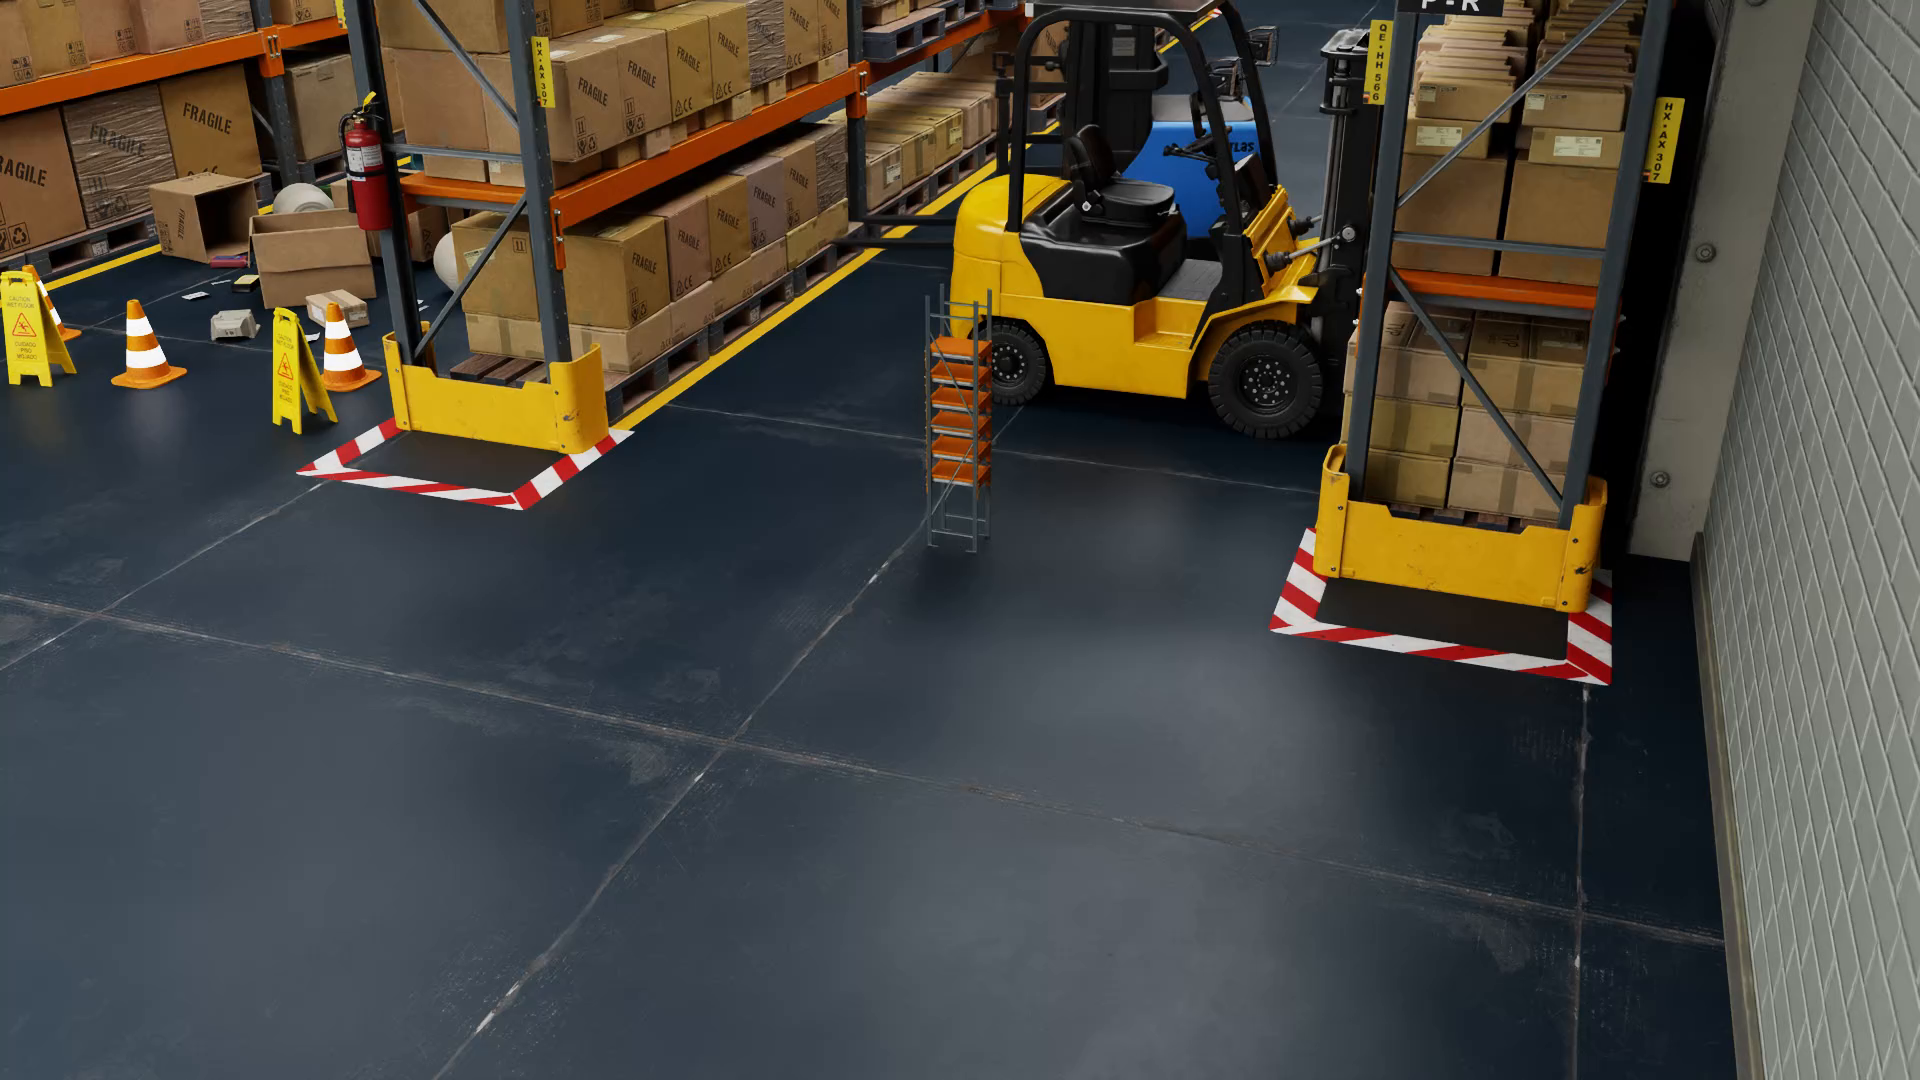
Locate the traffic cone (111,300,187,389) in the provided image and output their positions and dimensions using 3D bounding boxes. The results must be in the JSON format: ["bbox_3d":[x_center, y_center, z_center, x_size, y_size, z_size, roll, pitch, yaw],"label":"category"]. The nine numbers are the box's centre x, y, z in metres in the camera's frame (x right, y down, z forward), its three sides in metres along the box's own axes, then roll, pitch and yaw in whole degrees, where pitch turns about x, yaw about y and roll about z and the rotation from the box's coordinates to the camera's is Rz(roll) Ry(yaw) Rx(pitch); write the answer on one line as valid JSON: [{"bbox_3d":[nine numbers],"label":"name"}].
[{"bbox_3d":[-4.731,-1.157,9.608,0.336,0.463,0.334,9,27,17],"label":"traffic cone"}]

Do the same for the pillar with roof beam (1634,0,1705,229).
[{"bbox_3d":[1.203,-7.141,12.172,9.100,9.000,0.400,9,27,17],"label":"pillar with roof beam"}]

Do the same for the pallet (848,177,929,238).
[{"bbox_3d":[-0.908,-2.622,12.924,1.003,0.211,1.213,9,27,17],"label":"pallet"}]

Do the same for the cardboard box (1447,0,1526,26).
[{"bbox_3d":[2.808,-2.794,8.877,0.380,0.149,0.250,8,27,17],"label":"cardboard box"}]

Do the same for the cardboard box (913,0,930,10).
[{"bbox_3d":[-0.446,-4.143,12.671,0.380,0.149,0.250,9,27,18],"label":"cardboard box"}]

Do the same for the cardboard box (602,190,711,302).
[{"bbox_3d":[-1.791,-1.719,9.671,0.500,0.500,0.500,8,27,16],"label":"cardboard box"}]

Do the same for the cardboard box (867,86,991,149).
[{"bbox_3d":[-0.270,-3.672,14.426,0.950,0.372,0.625,8,27,16],"label":"cardboard box"}]

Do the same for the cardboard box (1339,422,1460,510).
[{"bbox_3d":[2.043,-0.385,7.777,0.500,0.250,0.500,9,27,18],"label":"cardboard box"}]

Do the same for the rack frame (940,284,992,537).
[{"bbox_3d":[0.026,-0.572,7.554,0.240,1.200,0.006,9,27,17],"label":"rack frame"}]

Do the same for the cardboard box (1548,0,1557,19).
[{"bbox_3d":[3.835,-3.289,10.242,0.380,0.149,0.250,8,27,16],"label":"cardboard box"}]

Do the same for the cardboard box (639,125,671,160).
[{"bbox_3d":[-1.826,-2.211,9.162,0.380,0.149,0.250,9,27,18],"label":"cardboard box"}]

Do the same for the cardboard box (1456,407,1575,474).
[{"bbox_3d":[2.537,-0.535,7.512,0.500,0.250,0.500,9,27,18],"label":"cardboard box"}]

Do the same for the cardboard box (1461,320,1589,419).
[{"bbox_3d":[2.523,-0.767,7.417,0.500,0.250,0.500,8,27,17],"label":"cardboard box"}]

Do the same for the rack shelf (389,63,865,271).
[{"bbox_3d":[-1.832,-2.412,10.114,1.077,0.370,4.000,9,27,17],"label":"rack shelf"}]

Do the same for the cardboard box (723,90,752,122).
[{"bbox_3d":[-1.485,-2.638,10.045,0.380,0.149,0.250,9,27,18],"label":"cardboard box"}]

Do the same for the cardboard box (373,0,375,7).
[{"bbox_3d":[-5.103,-4.868,14.248,0.500,0.500,0.500,9,27,17],"label":"cardboard box"}]

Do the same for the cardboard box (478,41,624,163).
[{"bbox_3d":[-2.078,-2.247,8.492,0.500,0.500,0.500,8,27,17],"label":"cardboard box"}]

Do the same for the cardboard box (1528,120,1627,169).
[{"bbox_3d":[2.542,-1.634,6.823,0.380,0.149,0.250,8,27,16],"label":"cardboard box"}]

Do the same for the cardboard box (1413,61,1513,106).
[{"bbox_3d":[2.158,-1.950,7.134,0.380,0.149,0.250,9,27,18],"label":"cardboard box"}]

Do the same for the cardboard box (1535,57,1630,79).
[{"bbox_3d":[2.691,-1.986,7.210,0.380,0.149,0.250,9,27,18],"label":"cardboard box"}]

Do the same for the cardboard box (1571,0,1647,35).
[{"bbox_3d":[3.472,-2.815,8.922,0.380,0.149,0.250,8,27,16],"label":"cardboard box"}]

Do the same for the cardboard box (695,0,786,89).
[{"bbox_3d":[-1.413,-3.091,10.236,0.500,0.500,0.500,10,27,19],"label":"cardboard box"}]

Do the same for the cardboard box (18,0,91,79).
[{"bbox_3d":[-6.513,-3.481,11.326,0.875,0.550,0.500,9,27,17],"label":"cardboard box"}]

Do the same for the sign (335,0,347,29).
[{"bbox_3d":[-3.014,-2.666,8.122,0.100,0.325,0.005,9,27,17],"label":"sign"}]

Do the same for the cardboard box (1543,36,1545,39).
[{"bbox_3d":[3.284,-2.590,8.799,0.380,0.149,0.250,10,27,19],"label":"cardboard box"}]

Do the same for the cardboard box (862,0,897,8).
[{"bbox_3d":[-0.740,-4.076,11.789,0.500,0.500,0.500,9,27,19],"label":"cardboard box"}]

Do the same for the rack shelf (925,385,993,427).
[{"bbox_3d":[-0.005,-0.602,7.443,0.258,0.103,0.180,9,27,17],"label":"rack shelf"}]

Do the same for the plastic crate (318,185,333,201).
[{"bbox_3d":[-4.690,-2.732,13.112,0.662,0.188,0.450,-20,23,-36],"label":"plastic crate"}]

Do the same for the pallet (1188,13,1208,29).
[{"bbox_3d":[2.635,-6.894,21.745,1.003,0.211,1.213,9,27,17],"label":"pallet"}]

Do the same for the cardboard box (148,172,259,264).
[{"bbox_3d":[-5.417,-2.323,11.971,0.500,0.500,0.500,14,29,26],"label":"cardboard box"}]

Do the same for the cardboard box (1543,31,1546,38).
[{"bbox_3d":[3.621,-2.660,9.687,0.500,0.500,0.500,9,27,17],"label":"cardboard box"}]

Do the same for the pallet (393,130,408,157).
[{"bbox_3d":[-5.278,-3.809,15.376,1.003,0.211,1.213,9,27,17],"label":"pallet"}]

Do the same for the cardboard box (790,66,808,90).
[{"bbox_3d":[-1.223,-3.068,10.934,0.380,0.149,0.250,9,27,18],"label":"cardboard box"}]

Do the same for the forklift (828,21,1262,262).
[{"bbox_3d":[0.560,-3.321,11.246,3.031,2.935,1.130,0,26,0],"label":"forklift"}]

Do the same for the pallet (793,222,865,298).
[{"bbox_3d":[-1.356,-2.021,11.682,1.003,0.211,1.213,9,27,17],"label":"pallet"}]

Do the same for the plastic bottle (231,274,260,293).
[{"bbox_3d":[-4.833,-1.751,11.296,0.133,0.061,0.283,0,26,-1],"label":"plastic bottle"}]

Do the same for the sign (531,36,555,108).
[{"bbox_3d":[-1.986,-2.224,7.909,0.100,0.325,0.005,9,27,17],"label":"sign"}]

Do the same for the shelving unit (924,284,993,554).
[{"bbox_3d":[-0.005,-0.534,7.476,0.258,1.200,0.189,9,27,17],"label":"shelving unit"}]

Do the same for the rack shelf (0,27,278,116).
[{"bbox_3d":[-6.533,-3.088,11.511,1.077,0.370,4.000,9,27,17],"label":"rack shelf"}]

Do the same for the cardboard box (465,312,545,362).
[{"bbox_3d":[-2.474,-1.246,9.555,0.500,0.250,0.500,9,27,17],"label":"cardboard box"}]

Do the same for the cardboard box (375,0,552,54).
[{"bbox_3d":[-2.533,-2.784,8.454,0.700,0.500,0.500,8,27,16],"label":"cardboard box"}]

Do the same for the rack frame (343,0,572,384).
[{"bbox_3d":[-2.497,-1.913,8.260,1.000,3.000,0.127,9,27,17],"label":"rack frame"}]

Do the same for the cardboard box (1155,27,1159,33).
[{"bbox_3d":[1.806,-6.123,19.412,0.875,0.438,0.875,8,27,17],"label":"cardboard box"}]

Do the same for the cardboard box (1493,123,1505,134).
[{"bbox_3d":[2.237,-1.922,7.419,0.380,0.149,0.250,9,27,18],"label":"cardboard box"}]

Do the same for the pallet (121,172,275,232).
[{"bbox_3d":[-6.195,-2.677,13.037,1.003,0.211,1.213,9,27,17],"label":"pallet"}]

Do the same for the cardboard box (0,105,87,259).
[{"bbox_3d":[-6.745,-2.473,11.371,0.875,0.875,0.875,8,27,17],"label":"cardboard box"}]

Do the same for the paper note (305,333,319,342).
[{"bbox_3d":[-4.060,-1.254,10.305,0.148,0.019,0.142,0,26,-1],"label":"paper note"}]

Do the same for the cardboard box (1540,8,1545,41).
[{"bbox_3d":[3.603,-3.448,11.027,0.500,0.250,0.500,8,27,16],"label":"cardboard box"}]

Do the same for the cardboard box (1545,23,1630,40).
[{"bbox_3d":[3.040,-2.404,8.074,0.380,0.149,0.250,9,27,18],"label":"cardboard box"}]

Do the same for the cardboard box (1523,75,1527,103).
[{"bbox_3d":[2.609,-2.111,8.553,0.500,0.500,0.500,9,27,18],"label":"cardboard box"}]

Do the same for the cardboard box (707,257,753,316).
[{"bbox_3d":[-1.621,-1.591,10.267,0.500,0.250,0.500,11,28,21],"label":"cardboard box"}]

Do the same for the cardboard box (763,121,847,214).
[{"bbox_3d":[-1.110,-2.564,11.417,0.500,0.500,0.500,8,27,17],"label":"cardboard box"}]

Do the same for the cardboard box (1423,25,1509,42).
[{"bbox_3d":[2.435,-2.383,8.029,0.380,0.149,0.250,9,27,18],"label":"cardboard box"}]
